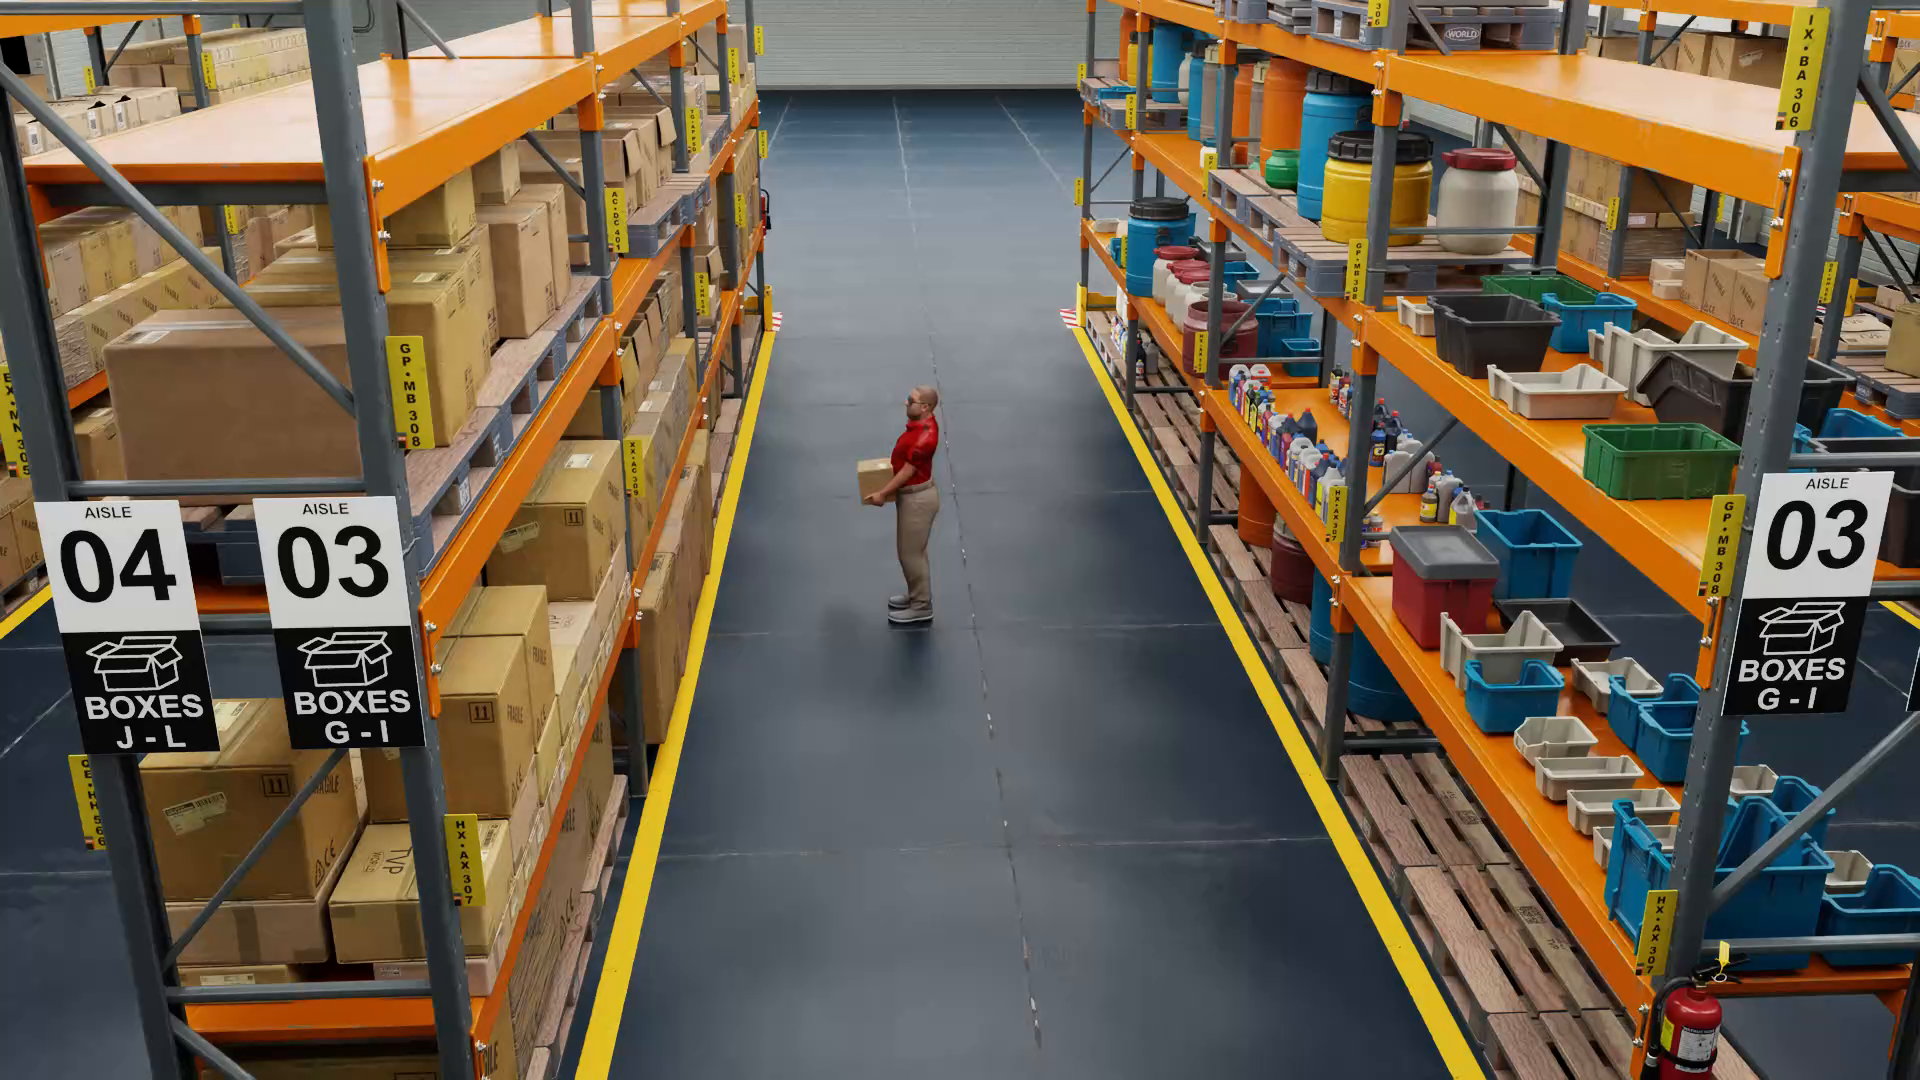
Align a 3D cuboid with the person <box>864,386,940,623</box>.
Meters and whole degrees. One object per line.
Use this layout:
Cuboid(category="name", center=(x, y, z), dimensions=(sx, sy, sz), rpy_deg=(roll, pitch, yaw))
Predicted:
Cuboid(category="person", center=(-0.413, -0.265, 11.836), dimensions=(0.537, 1.712, 0.493), rpy_deg=(-1, 20, -3))
